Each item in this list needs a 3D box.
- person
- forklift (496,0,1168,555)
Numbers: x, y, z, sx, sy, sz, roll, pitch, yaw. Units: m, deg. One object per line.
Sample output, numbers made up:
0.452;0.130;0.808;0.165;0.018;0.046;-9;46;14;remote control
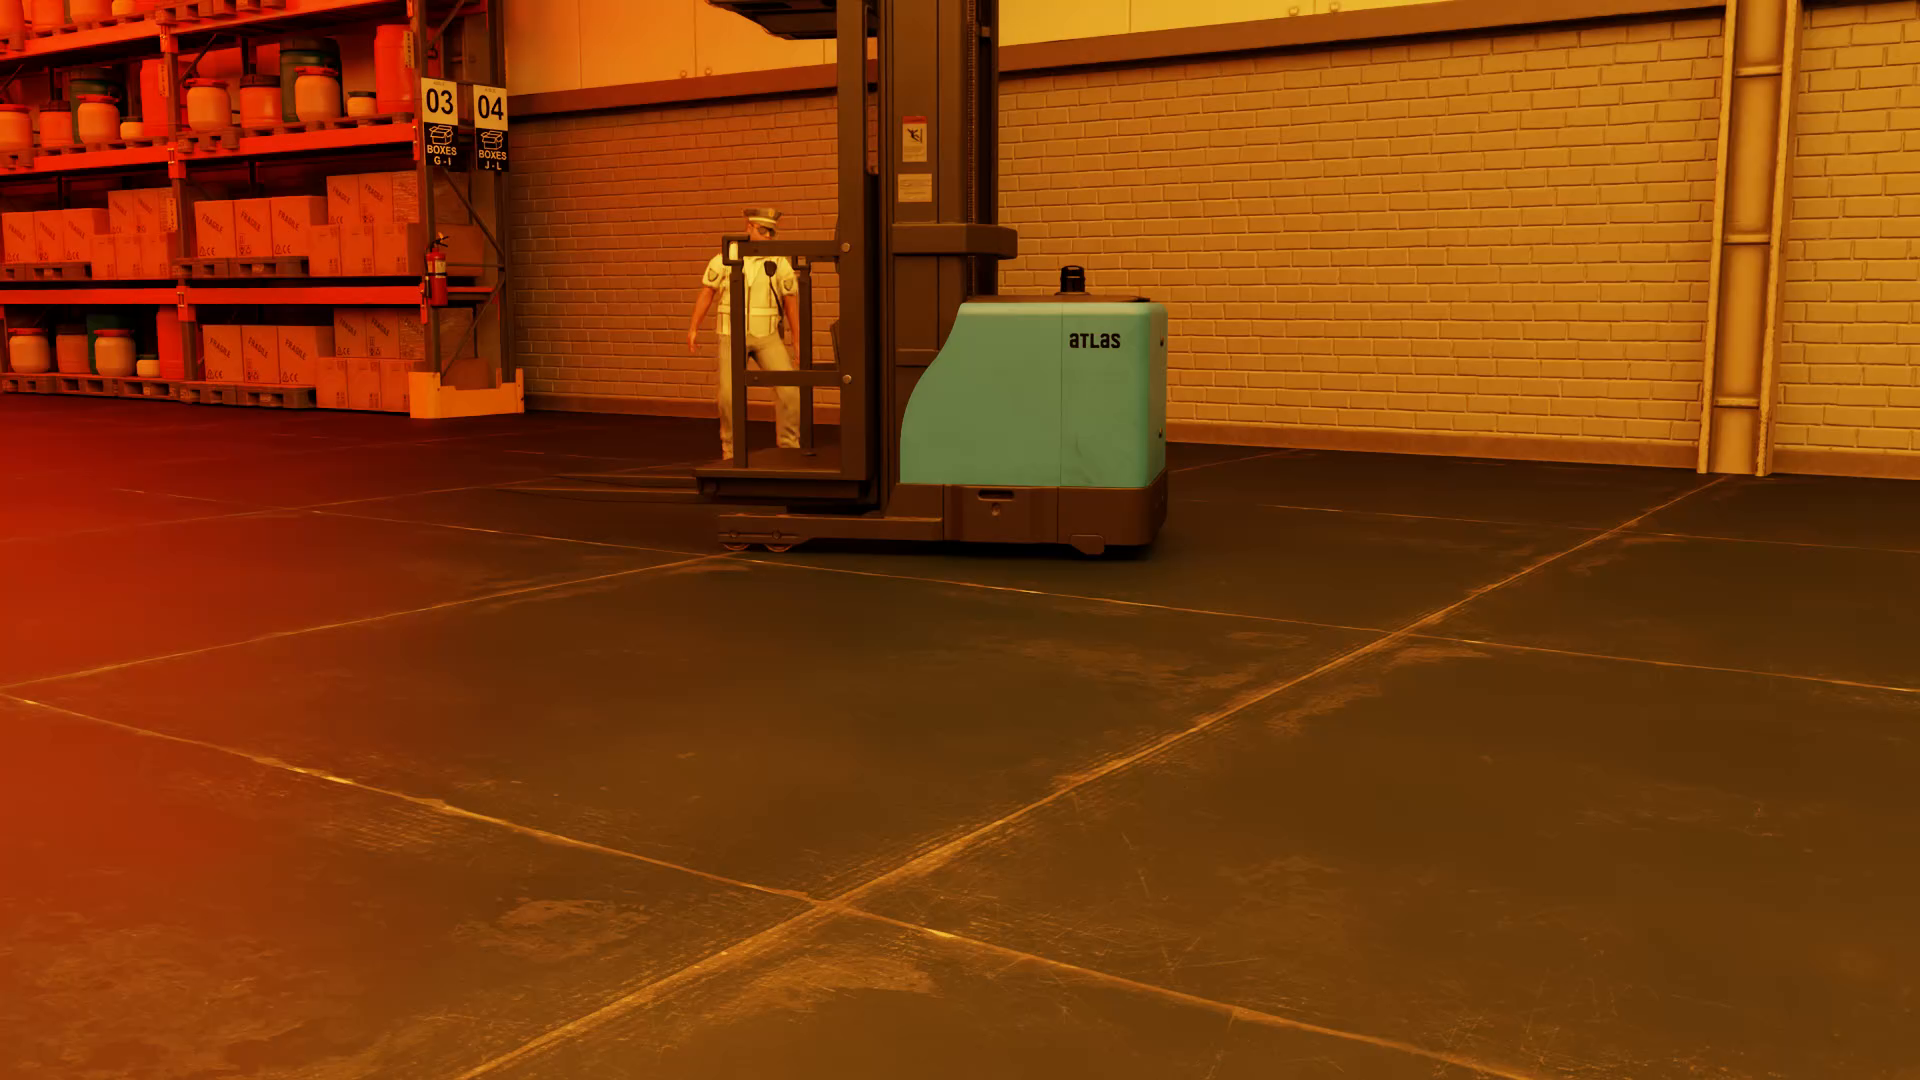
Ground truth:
-1.392;-1.349;11.158;0.891;1.724;0.440;-1;8;-6;person
-0.596;-1.469;7.520;3.031;2.935;1.130;2;8;12;forklift
